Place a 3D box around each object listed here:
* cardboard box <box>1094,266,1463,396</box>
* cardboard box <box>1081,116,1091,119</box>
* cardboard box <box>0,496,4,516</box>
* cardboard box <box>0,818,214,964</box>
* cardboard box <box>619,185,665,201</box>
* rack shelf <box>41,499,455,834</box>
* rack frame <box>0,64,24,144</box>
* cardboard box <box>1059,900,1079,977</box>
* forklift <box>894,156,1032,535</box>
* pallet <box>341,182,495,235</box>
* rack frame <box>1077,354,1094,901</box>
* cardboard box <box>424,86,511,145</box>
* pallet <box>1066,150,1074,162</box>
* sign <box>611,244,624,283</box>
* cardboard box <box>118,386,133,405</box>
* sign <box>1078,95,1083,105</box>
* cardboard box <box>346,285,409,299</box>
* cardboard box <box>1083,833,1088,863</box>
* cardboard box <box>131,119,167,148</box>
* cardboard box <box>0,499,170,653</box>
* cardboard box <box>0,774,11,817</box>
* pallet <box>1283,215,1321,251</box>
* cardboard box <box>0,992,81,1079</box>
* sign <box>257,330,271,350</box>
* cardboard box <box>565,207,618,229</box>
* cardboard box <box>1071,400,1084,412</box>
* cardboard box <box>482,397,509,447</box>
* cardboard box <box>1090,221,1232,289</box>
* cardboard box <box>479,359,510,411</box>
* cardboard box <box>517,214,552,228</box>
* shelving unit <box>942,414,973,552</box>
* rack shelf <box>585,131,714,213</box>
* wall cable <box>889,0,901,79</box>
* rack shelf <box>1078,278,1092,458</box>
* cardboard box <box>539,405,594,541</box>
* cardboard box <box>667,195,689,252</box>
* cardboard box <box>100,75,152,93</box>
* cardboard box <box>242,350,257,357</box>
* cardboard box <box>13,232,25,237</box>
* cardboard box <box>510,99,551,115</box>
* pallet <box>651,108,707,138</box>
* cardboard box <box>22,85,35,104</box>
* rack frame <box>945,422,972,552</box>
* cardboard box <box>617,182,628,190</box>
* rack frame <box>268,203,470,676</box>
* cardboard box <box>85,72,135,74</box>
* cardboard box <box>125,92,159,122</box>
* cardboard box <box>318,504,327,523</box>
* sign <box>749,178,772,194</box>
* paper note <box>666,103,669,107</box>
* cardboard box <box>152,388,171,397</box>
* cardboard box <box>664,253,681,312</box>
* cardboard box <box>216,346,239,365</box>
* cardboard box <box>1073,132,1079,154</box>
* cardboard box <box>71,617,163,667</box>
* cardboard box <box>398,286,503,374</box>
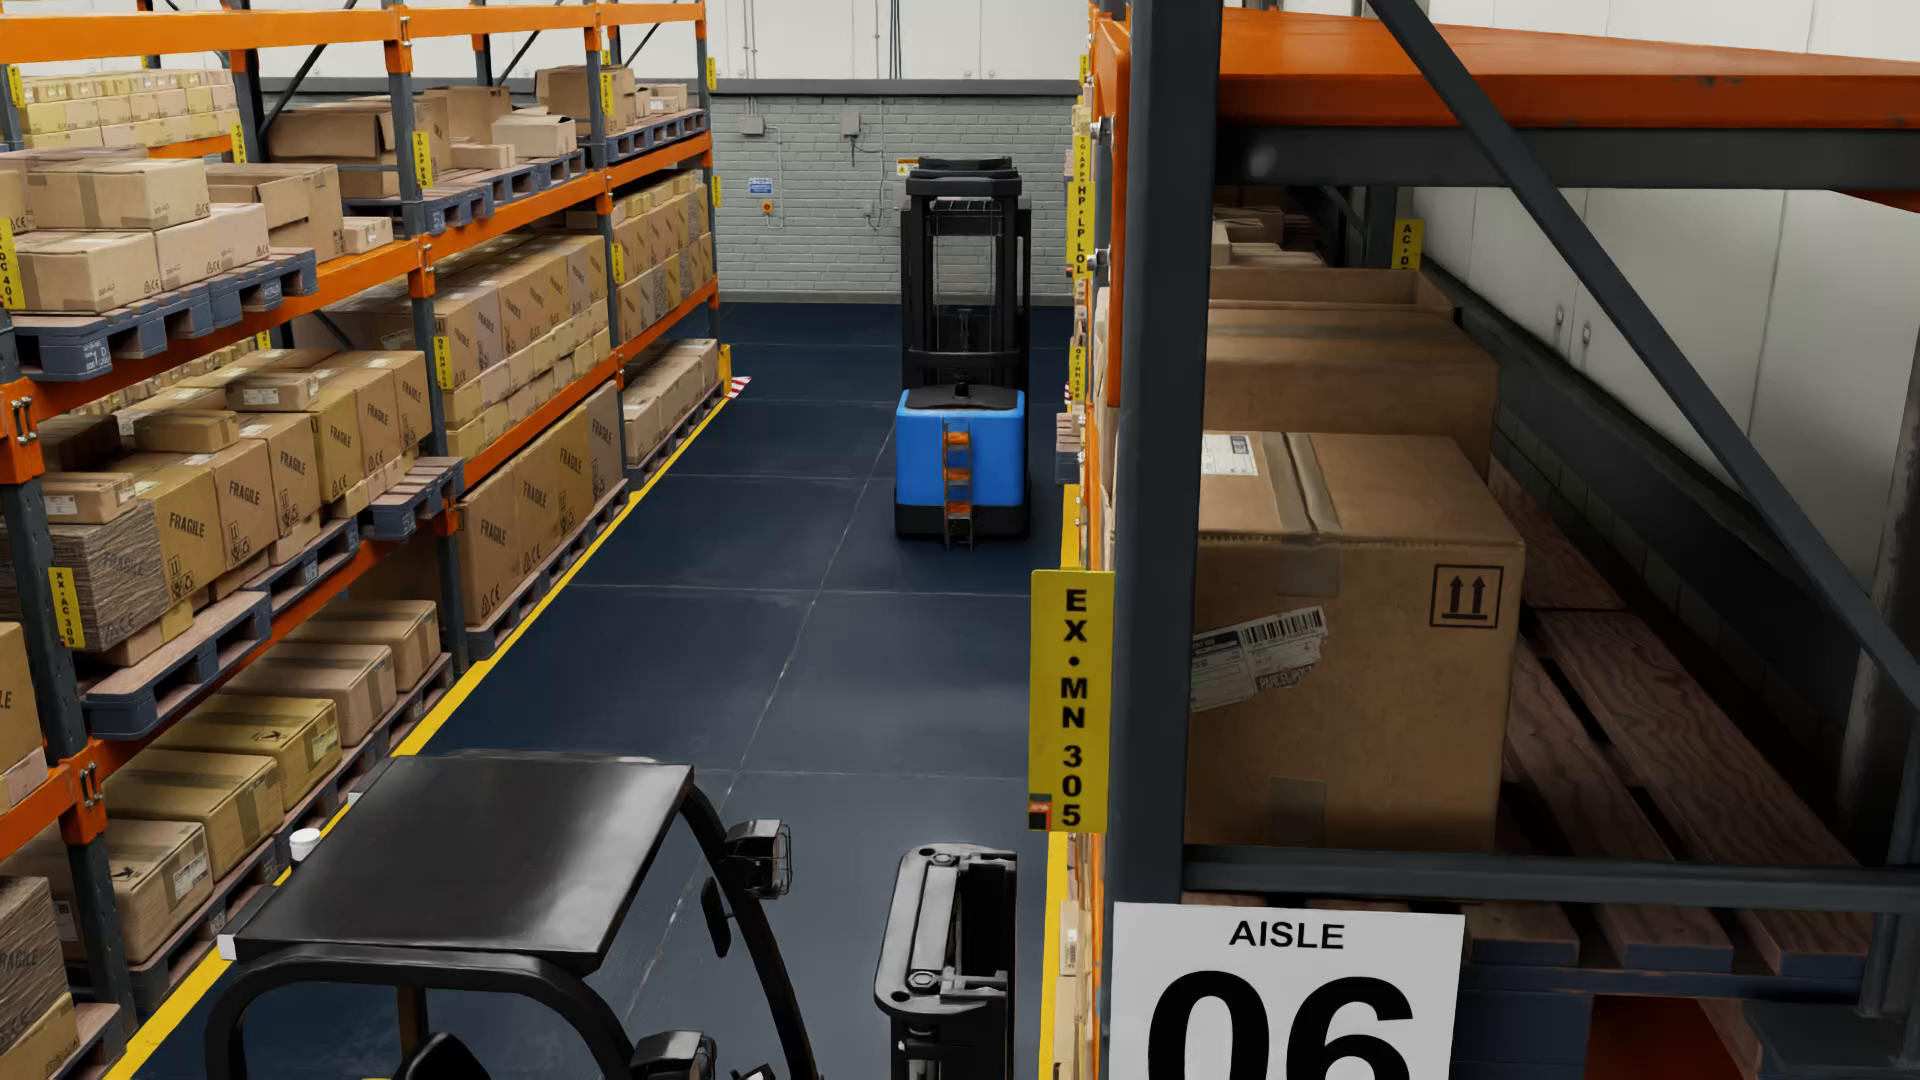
[{"bbox_3d":[0.712,-0.346,3.845,0.797,0.503,0.637,2,18,6],"label":"cardboard box"},{"bbox_3d":[1.048,-2.922,11.797,0.380,0.149,0.250,1,18,4],"label":"cardboard box"},{"bbox_3d":[-4.190,0.126,6.909,0.500,0.500,0.500,1,18,3],"label":"cardboard box"},{"bbox_3d":[-3.959,1.549,7.424,0.950,0.372,0.625,2,18,5],"label":"cardboard box"},{"bbox_3d":[-3.034,-3.301,15.870,0.380,0.149,0.250,2,18,6],"label":"cardboard box"},{"bbox_3d":[-3.851,0.383,8.591,1.077,0.370,4.000,1,18,4],"label":"rack shelf"},{"bbox_3d":[-8.365,-4.752,13.473,1.000,3.000,0.127,1,18,4],"label":"rack frame"},{"bbox_3d":[0.610,1.548,6.018,0.500,0.250,0.500,1,18,3],"label":"cardboard box"},{"bbox_3d":[0.059,-1.843,14.340,1.130,2.935,3.031,1,18,2],"label":"forklift"},{"bbox_3d":[-3.714,-2.116,10.551,1.213,0.211,1.003,2,18,6],"label":"pallet"},{"bbox_3d":[0.957,0.772,6.248,1.000,3.000,0.127,1,18,4],"label":"rack frame"},{"bbox_3d":[-3.773,-3.227,12.802,0.500,0.500,0.500,1,18,3],"label":"cardboard box"},{"bbox_3d":[1.414,-2.847,12.780,1.213,0.211,1.003,1,18,4],"label":"pallet"},{"bbox_3d":[-2.879,-2.325,13.970,0.100,0.325,0.005,1,18,4],"label":"sign"},{"bbox_3d":[-8.090,-1.376,15.754,0.380,0.149,0.250,1,18,2],"label":"cardboard box"},{"bbox_3d":[0.989,-3.393,13.313,0.100,0.325,0.005,1,18,4],"label":"sign"},{"bbox_3d":[-3.902,-1.428,11.198,0.500,0.500,0.500,2,18,5],"label":"cardboard box"},{"bbox_3d":[0.552,0.828,4.876,0.380,0.149,0.250,1,18,3],"label":"cardboard box"},{"bbox_3d":[-7.944,-3.872,15.847,0.500,0.250,0.500,2,18,6],"label":"cardboard box"},{"bbox_3d":[-3.674,0.135,6.881,0.500,0.500,0.500,2,18,5],"label":"cardboard box"},{"bbox_3d":[-3.724,0.966,6.060,0.380,0.149,0.250,2,18,5],"label":"cardboard box"},{"bbox_3d":[1.284,-1.593,8.953,1.213,0.211,1.003,2,18,6],"label":"pallet"},{"bbox_3d":[-3.768,1.959,6.367,0.500,0.250,0.500,2,18,6],"label":"cardboard box"},{"bbox_3d":[-4.261,-1.141,10.229,0.100,0.325,0.005,1,18,4],"label":"sign"},{"bbox_3d":[-3.139,-2.745,14.175,0.380,0.149,0.250,1,18,3],"label":"cardboard box"},{"bbox_3d":[0.997,-0.933,11.020,0.500,0.250,0.500,0,18,1],"label":"cardboard box"},{"bbox_3d":[-3.402,-0.815,11.332,0.500,0.250,0.500,1,18,2],"label":"cardboard box"},{"bbox_3d":[0.766,-1.088,6.417,0.500,0.311,0.500,1,18,2],"label":"cardboard box"},{"bbox_3d":[-3.386,-1.058,11.273,0.500,0.250,0.500,2,18,5],"label":"cardboard box"},{"bbox_3d":[-3.716,-2.756,14.207,0.380,0.149,0.250,1,18,3],"label":"cardboard box"},{"bbox_3d":[-0.020,-0.445,13.090,0.215,1.050,0.252,-2,18,-5],"label":"shelving unit"},{"bbox_3d":[-3.277,-3.527,15.706,1.077,0.370,4.000,1,18,4],"label":"rack shelf"},{"bbox_3d":[0.519,-7.614,22.149,2.988,3.039,0.133,1,18,4],"label":"wall cable"},{"bbox_3d":[1.101,-0.932,7.789,1.077,0.370,4.000,1,18,4],"label":"rack shelf"},{"bbox_3d":[-3.442,-0.537,12.981,0.875,0.875,0.875,2,18,6],"label":"cardboard box"},{"bbox_3d":[-2.978,-3.115,16.347,0.500,0.500,0.500,1,18,4],"label":"cardboard box"},{"bbox_3d":[-7.941,-4.337,15.823,0.380,0.149,0.250,1,18,2],"label":"cardboard box"},{"bbox_3d":[-7.831,-1.959,18.011,0.380,0.149,0.250,1,18,2],"label":"cardboard box"},{"bbox_3d":[-4.097,-1.076,6.637,0.500,0.250,0.500,1,18,3],"label":"cardboard box"},{"bbox_3d":[-3.694,-3.636,14.266,0.396,0.266,0.258,2,18,6],"label":"cardboard box"},{"bbox_3d":[-3.176,-4.217,16.800,1.003,0.211,1.213,1,18,4],"label":"pallet"},{"bbox_3d":[-8.103,-3.767,14.083,0.380,0.149,0.250,1,18,3],"label":"cardboard box"},{"bbox_3d":[-0.009,-0.407,12.974,0.200,1.050,0.008,-2,18,-5],"label":"rack frame"},{"bbox_3d":[-3.483,-3.465,16.372,0.380,0.149,0.250,1,18,4],"label":"cardboard box"},{"bbox_3d":[-3.707,-0.580,10.374,1.000,3.000,0.127,1,18,4],"label":"rack frame"},{"bbox_3d":[-8.475,-4.592,16.601,0.380,0.149,0.250,2,18,5],"label":"cardboard box"},{"bbox_3d":[-7.980,-4.112,15.776,0.500,0.250,0.500,0,18,2],"label":"cardboard box"},{"bbox_3d":[-3.592,-0.150,8.791,0.380,0.149,0.250,1,18,4],"label":"cardboard box"},{"bbox_3d":[-2.797,-4.964,23.323,0.327,0.218,0.001,1,18,4],"label":"sign"},{"bbox_3d":[-2.704,-4.026,15.393,0.006,0.032,0.123,1,18,4],"label":"paper note"},{"bbox_3d":[-7.963,-1.395,16.290,0.380,0.149,0.250,1,18,3],"label":"cardboard box"},{"bbox_3d":[-3.006,-2.480,16.013,0.500,0.500,0.500,2,18,6],"label":"cardboard box"},{"bbox_3d":[-7.831,-1.941,17.477,0.380,0.149,0.250,1,18,3],"label":"cardboard box"},{"bbox_3d":[1.036,-2.944,12.343,0.380,0.149,0.250,2,18,5],"label":"cardboard box"},{"bbox_3d":[-3.639,0.418,7.059,0.380,0.149,0.250,2,18,5],"label":"cardboard box"},{"bbox_3d":[-3.402,-1.404,11.125,0.500,0.500,0.500,1,18,4],"label":"cardboard box"}]
